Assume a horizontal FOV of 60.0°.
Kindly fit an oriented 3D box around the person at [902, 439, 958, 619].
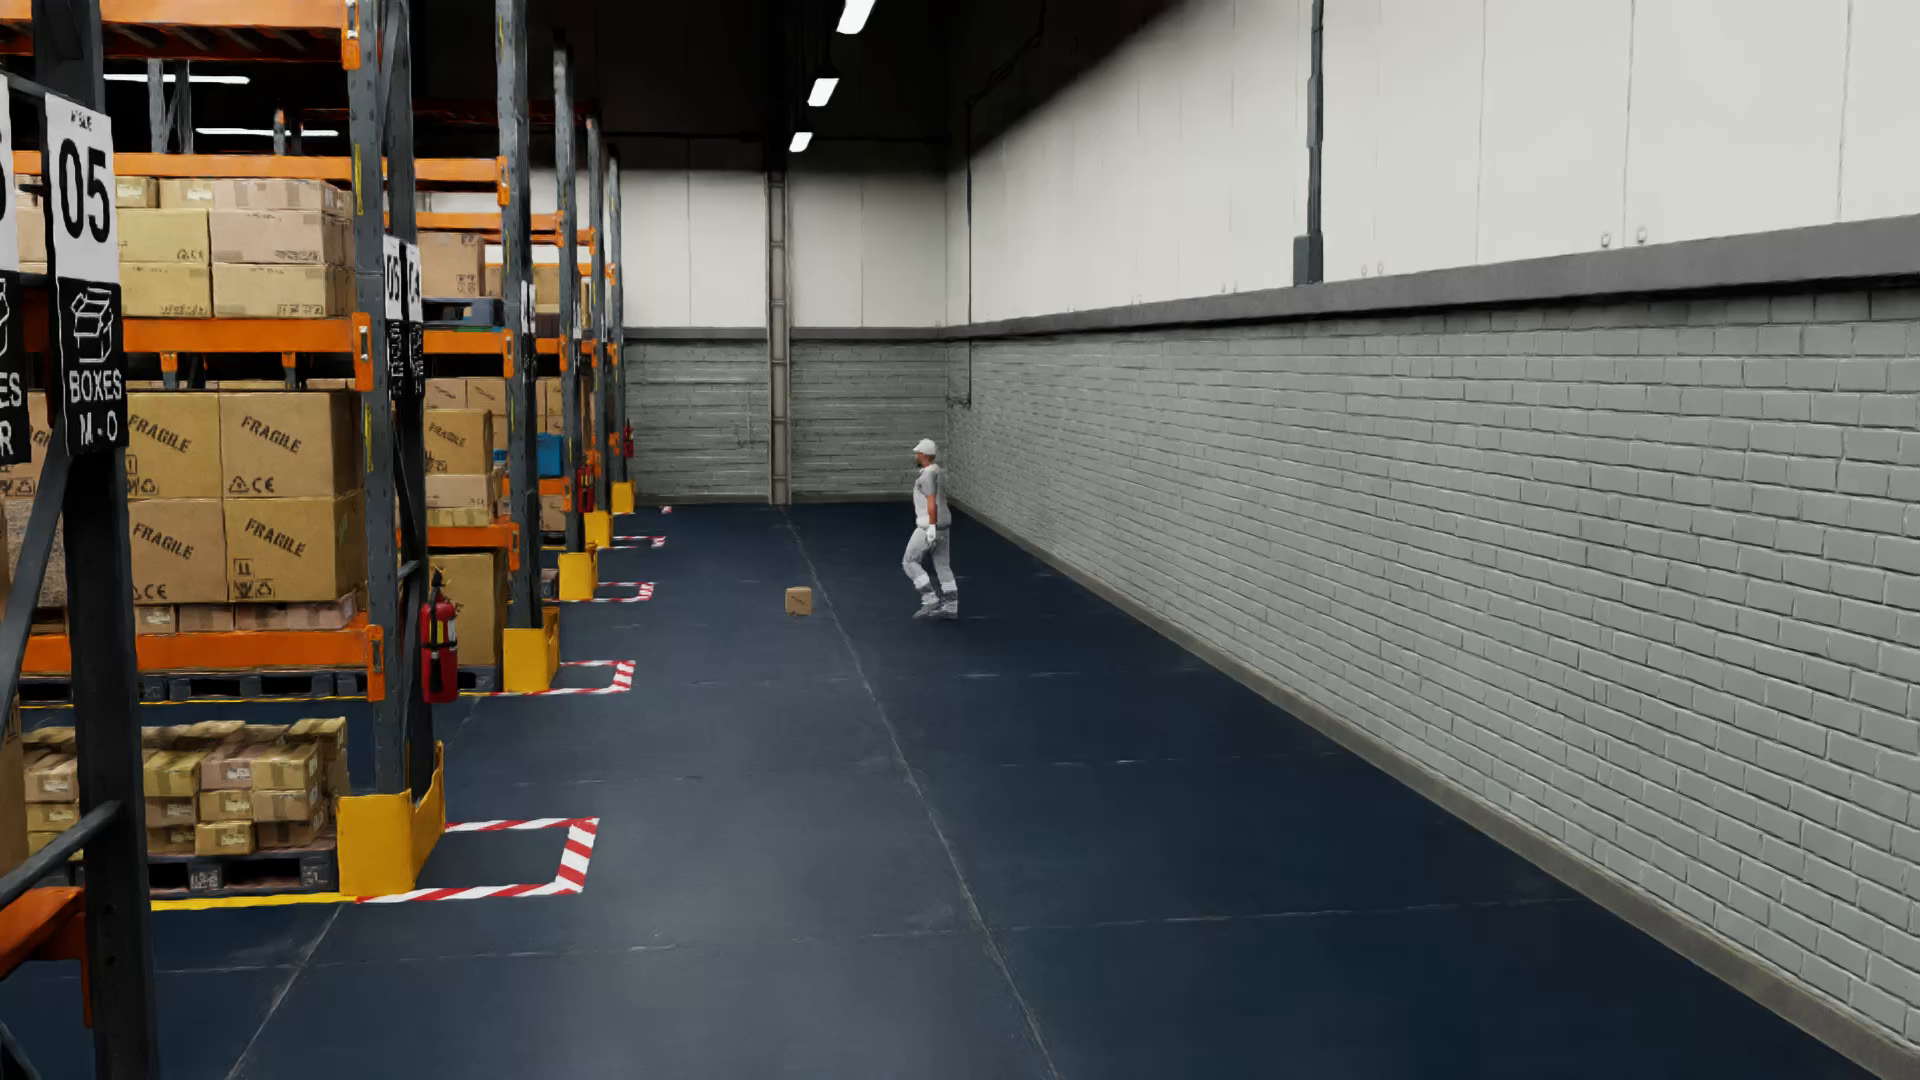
[{"bbox_3d":[-0.270,-0.112,16.420,0.521,1.768,0.580,3,7,23],"label":"person"}]
